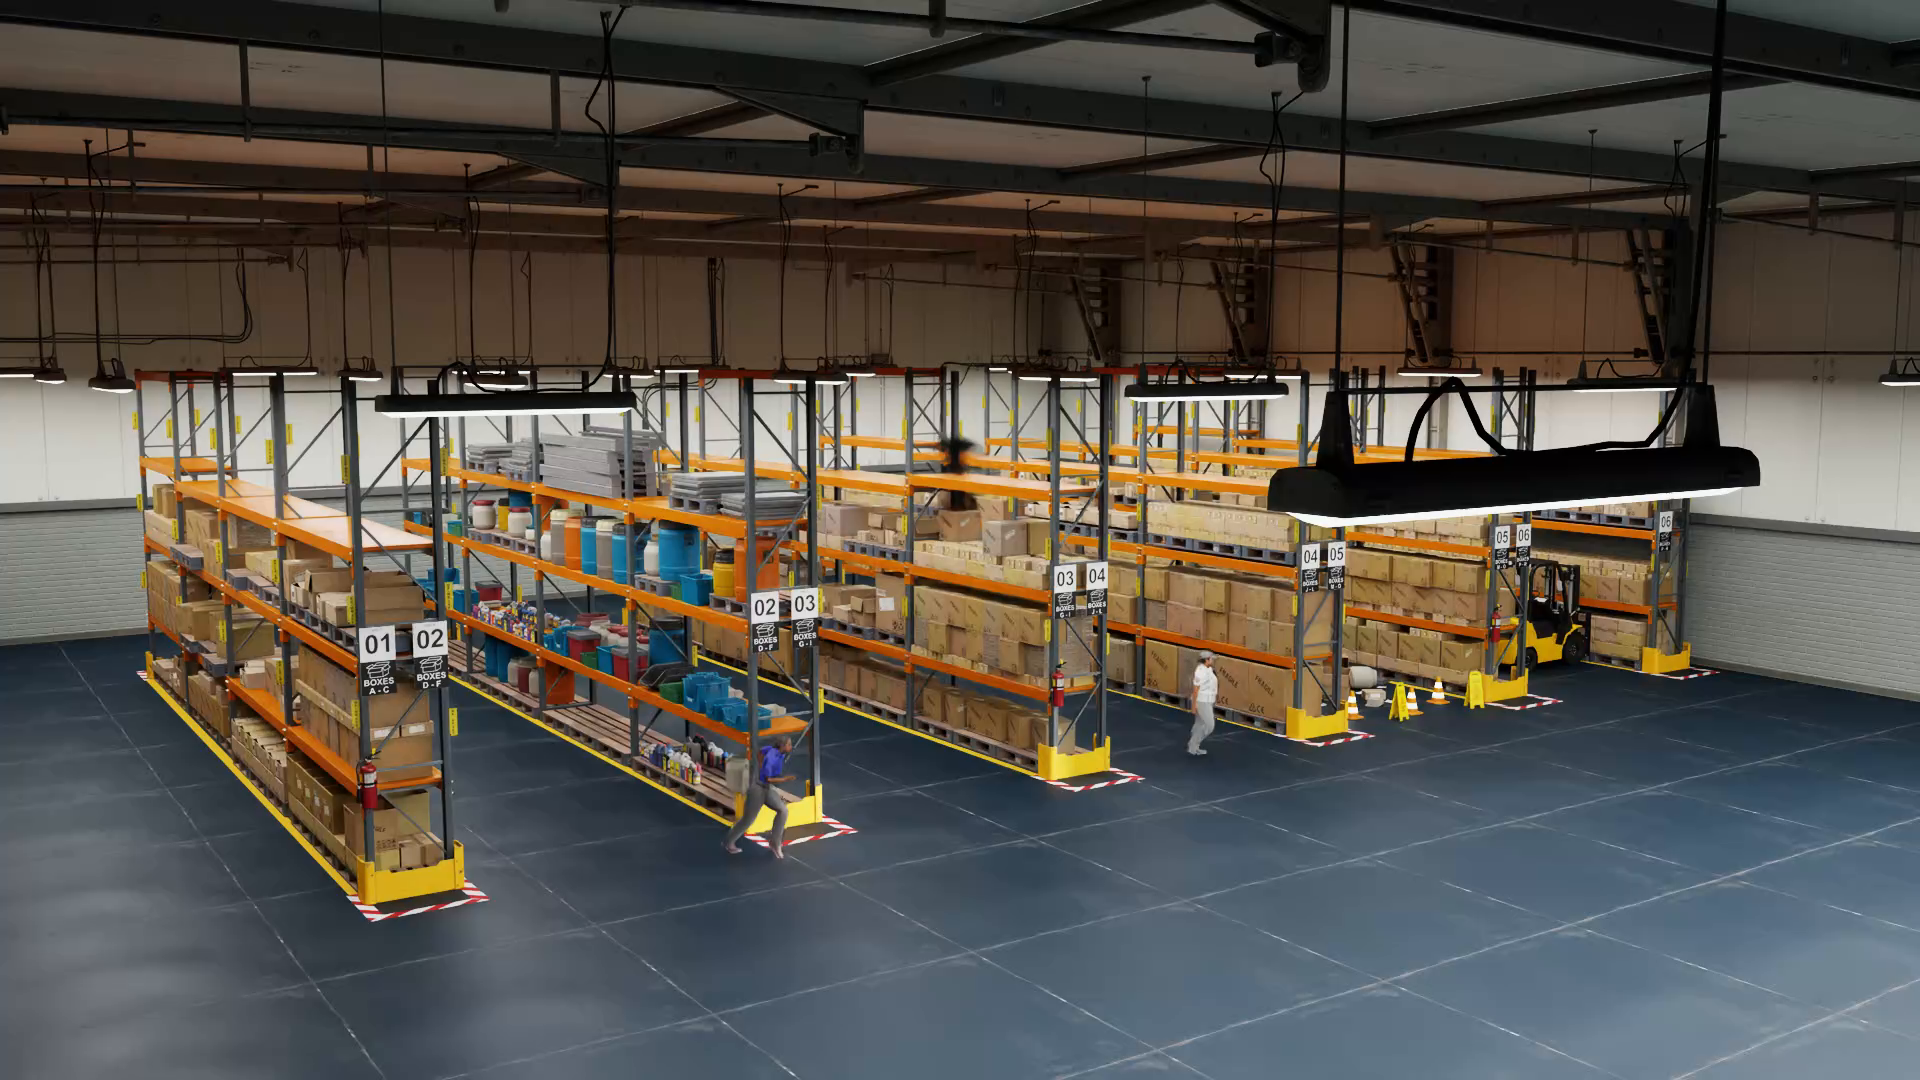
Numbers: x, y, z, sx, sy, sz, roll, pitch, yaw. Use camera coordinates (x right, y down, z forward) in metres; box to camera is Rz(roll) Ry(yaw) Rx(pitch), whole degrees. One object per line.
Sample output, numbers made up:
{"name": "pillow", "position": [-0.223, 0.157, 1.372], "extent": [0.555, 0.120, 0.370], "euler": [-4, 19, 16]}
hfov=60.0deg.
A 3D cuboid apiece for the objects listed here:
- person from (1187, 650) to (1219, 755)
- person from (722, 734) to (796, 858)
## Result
{"name": "person", "position": [3.809, 2.562, 26.088], "extent": [0.460, 1.658, 0.590], "euler": [2, 7, 18]}
{"name": "person", "position": [-2.522, 3.228, 20.896], "extent": [0.963, 1.624, 0.597], "euler": [1, 6, 6]}
